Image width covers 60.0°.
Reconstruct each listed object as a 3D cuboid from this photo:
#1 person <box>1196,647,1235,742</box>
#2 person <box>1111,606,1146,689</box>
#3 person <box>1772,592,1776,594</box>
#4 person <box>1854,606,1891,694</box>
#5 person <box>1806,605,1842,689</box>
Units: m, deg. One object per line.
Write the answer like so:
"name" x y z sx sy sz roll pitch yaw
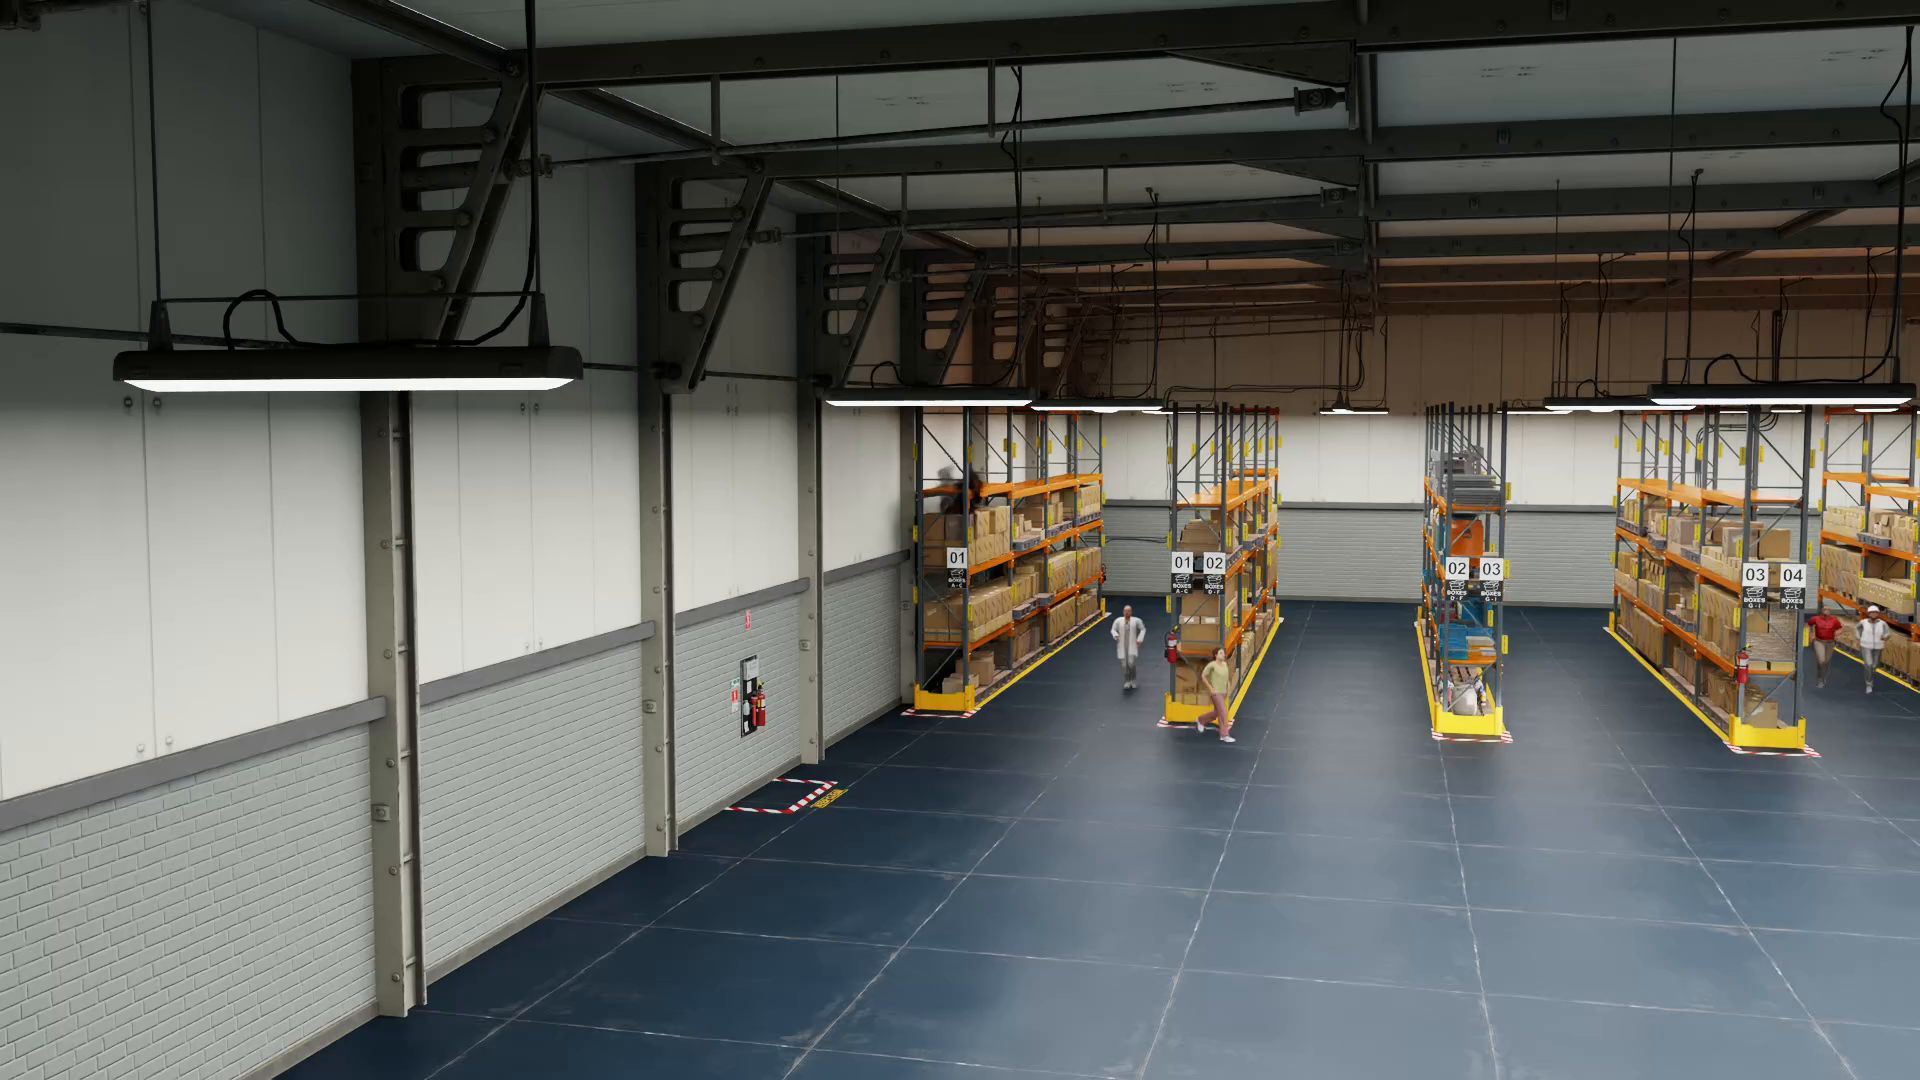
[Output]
"person" 4.547 2.706 29.449 0.581 1.655 0.882 -4 5 -40
"person" 3.512 2.261 34.991 0.706 1.753 0.679 1 4 16
"person" 21.148 1.657 43.640 0.781 1.714 0.631 4 6 41
"person" 19.084 2.270 34.778 0.649 1.812 0.832 1 4 15
"person" 18.377 2.265 35.334 0.646 1.786 0.794 1 4 9
